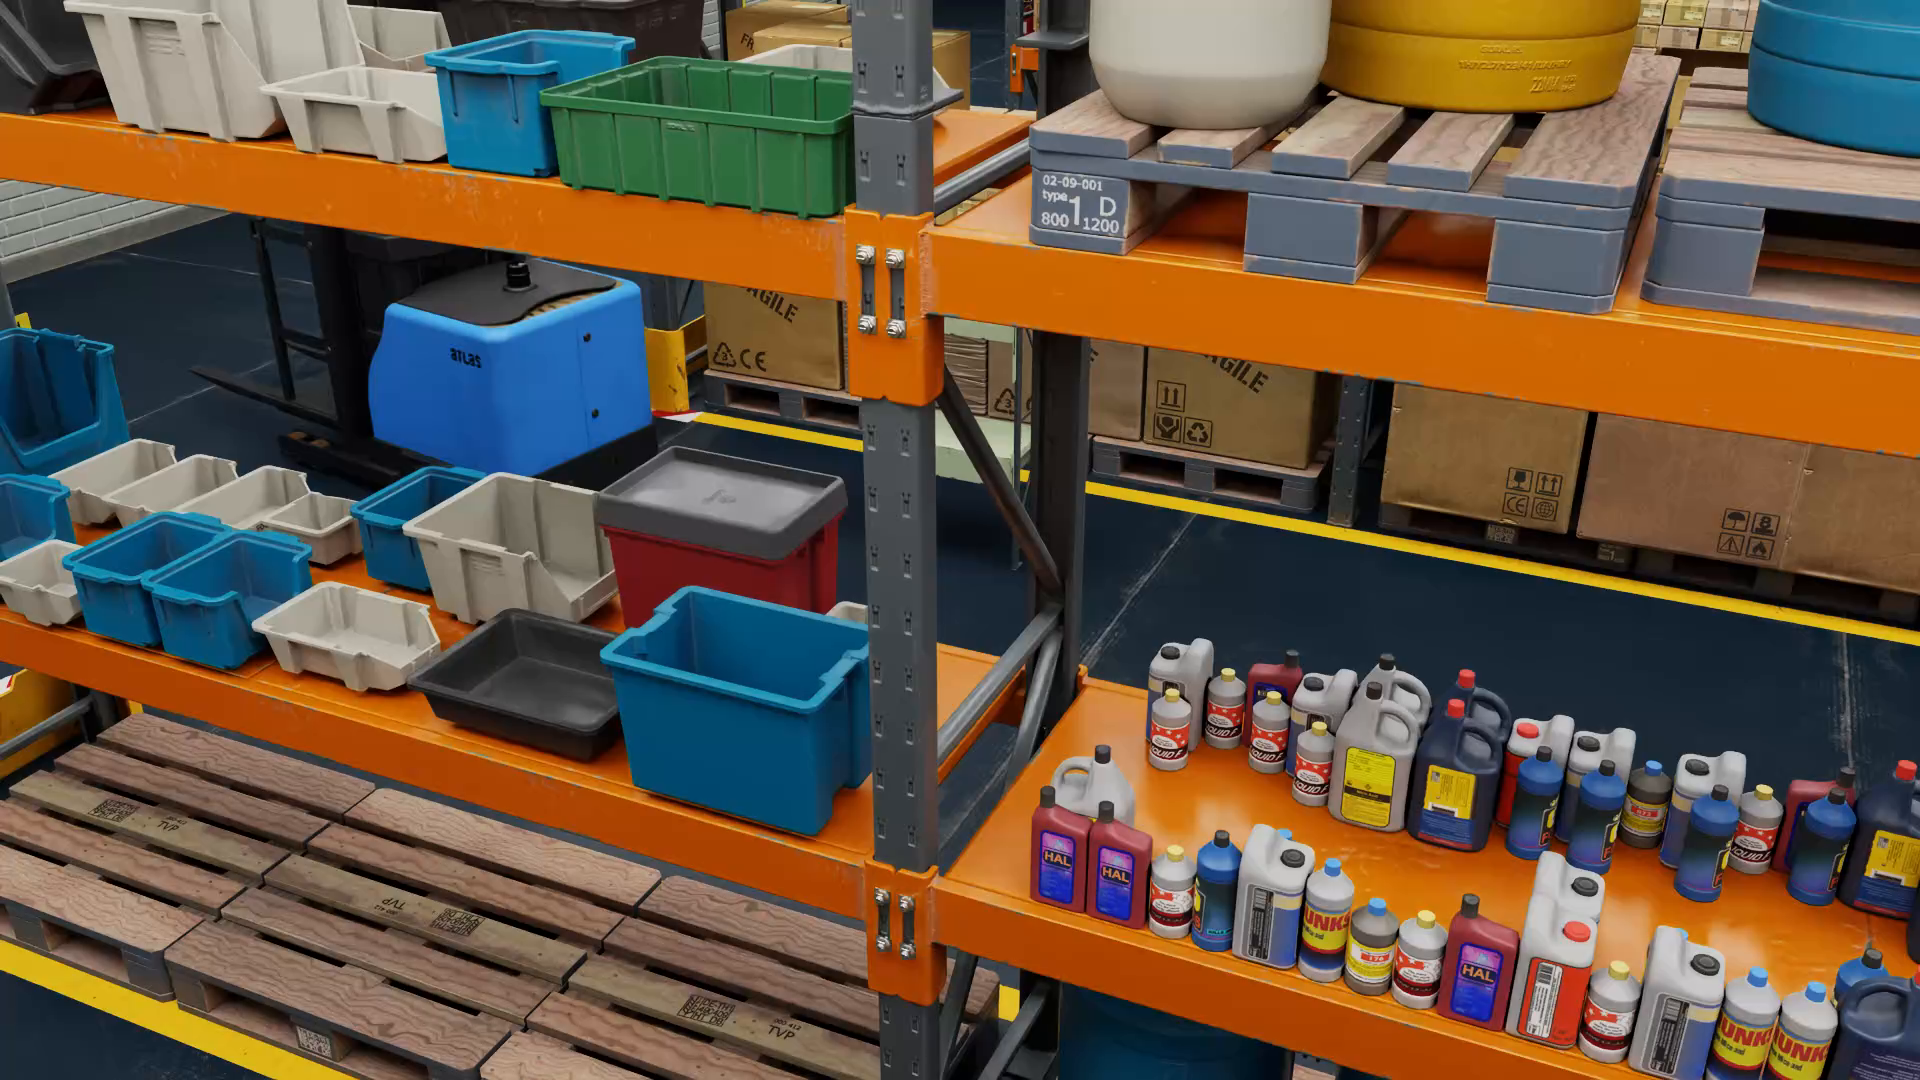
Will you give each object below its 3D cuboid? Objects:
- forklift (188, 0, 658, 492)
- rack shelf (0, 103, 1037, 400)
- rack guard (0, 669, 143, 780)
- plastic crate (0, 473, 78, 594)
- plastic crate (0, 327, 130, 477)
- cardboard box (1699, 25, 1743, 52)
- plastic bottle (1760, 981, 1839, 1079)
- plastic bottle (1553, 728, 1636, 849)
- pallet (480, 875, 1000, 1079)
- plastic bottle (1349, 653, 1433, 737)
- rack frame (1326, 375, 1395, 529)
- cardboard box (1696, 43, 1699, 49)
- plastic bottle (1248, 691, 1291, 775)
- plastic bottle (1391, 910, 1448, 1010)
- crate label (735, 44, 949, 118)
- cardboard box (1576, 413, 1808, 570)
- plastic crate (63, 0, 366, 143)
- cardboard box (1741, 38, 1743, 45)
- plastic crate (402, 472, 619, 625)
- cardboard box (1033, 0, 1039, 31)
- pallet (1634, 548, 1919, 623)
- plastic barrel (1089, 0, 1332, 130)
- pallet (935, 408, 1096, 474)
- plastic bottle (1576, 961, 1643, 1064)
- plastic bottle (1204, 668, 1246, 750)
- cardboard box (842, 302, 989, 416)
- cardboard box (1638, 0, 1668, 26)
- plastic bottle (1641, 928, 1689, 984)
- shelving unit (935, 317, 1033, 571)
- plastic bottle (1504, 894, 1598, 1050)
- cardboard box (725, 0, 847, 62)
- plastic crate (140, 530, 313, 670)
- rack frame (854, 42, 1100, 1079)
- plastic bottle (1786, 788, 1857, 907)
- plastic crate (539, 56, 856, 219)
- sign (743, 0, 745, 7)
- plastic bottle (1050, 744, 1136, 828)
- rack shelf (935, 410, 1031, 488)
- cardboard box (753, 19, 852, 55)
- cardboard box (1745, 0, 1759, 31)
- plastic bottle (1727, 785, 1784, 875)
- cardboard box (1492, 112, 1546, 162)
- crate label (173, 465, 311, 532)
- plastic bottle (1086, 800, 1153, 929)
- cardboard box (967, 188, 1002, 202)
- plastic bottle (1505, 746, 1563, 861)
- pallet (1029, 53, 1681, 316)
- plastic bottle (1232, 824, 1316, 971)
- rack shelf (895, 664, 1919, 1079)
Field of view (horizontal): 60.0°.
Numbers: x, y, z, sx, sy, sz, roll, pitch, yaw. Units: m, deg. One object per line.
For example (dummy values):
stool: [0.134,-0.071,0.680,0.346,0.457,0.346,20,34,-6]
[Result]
forklift: [-3.118,-1.867,8.724,3.031,2.935,1.130,17,31,31]
rack shelf: [-1.756,-1.009,4.321,4.000,0.370,1.077,11,28,22]
rack guard: [-3.604,0.771,6.118,0.348,0.500,1.175,11,28,22]
plastic crate: [-2.889,-0.005,4.986,0.300,0.233,0.416,11,28,22]
plastic crate: [-3.194,-0.408,5.575,0.499,0.435,0.616,11,28,22]
cardboard box: [5.137,-3.399,11.229,0.250,0.149,0.380,10,28,20]
plastic bottle: [1.565,0.937,3.096,0.097,0.271,0.097,0,26,0]
plastic bottle: [1.472,0.561,3.854,0.135,0.276,0.152,11,28,22]
pallet: [-0.620,1.512,4.939,1.213,0.211,1.003,11,28,22]
plastic bottle: [1.037,0.439,4.019,0.185,0.351,0.144,11,28,22]
rack frame: [2.115,-1.611,8.127,0.127,3.000,1.000,11,28,22]
cardboard box: [4.909,-3.310,11.387,0.250,0.149,0.380,12,28,22]
plastic bottle: [0.771,0.470,4.124,0.097,0.201,0.097,0,26,0]
plastic bottle: [0.933,0.842,3.369,0.097,0.201,0.097,0,26,0]
crate label: [-0.261,-1.053,3.896,0.466,0.136,0.293,11,28,22]
cardboard box: [3.520,-0.575,7.951,0.875,0.875,1.225,10,28,20]
plastic crate: [-1.687,-1.115,3.856,0.530,0.282,0.437,11,28,22]
cardboard box: [5.650,-3.482,11.735,0.250,0.149,0.380,10,28,20]
plastic crate: [-1.249,0.053,4.813,0.530,0.282,0.437,11,28,22]
cardboard box: [0.913,-4.304,13.146,0.500,0.500,0.500,13,29,24]
pallet: [3.963,-0.027,8.066,1.213,0.211,1.003,11,28,22]
plastic barrel: [0.440,-1.018,2.897,0.433,0.535,0.433,0,26,0]
pallet: [0.341,-0.753,9.541,1.213,0.211,1.003,11,28,22]
plastic bottle: [1.266,0.909,3.234,0.097,0.201,0.097,0,26,0]
plastic bottle: [0.674,0.421,4.223,0.097,0.201,0.097,0,26,0]
cardboard box: [-0.082,-1.327,9.479,0.875,0.875,0.875,11,28,22]
cardboard box: [4.685,-3.624,11.351,0.250,0.149,0.380,12,29,23]
plastic bottle: [1.417,0.865,3.322,0.097,0.201,0.097,0,26,0]
shelving unit: [0.006,-0.672,7.916,0.755,1.500,0.431,11,28,22]
plastic bottle: [1.171,0.843,3.283,0.135,0.276,0.152,11,28,22]
cardboard box: [-0.974,-2.762,9.448,0.500,0.500,0.500,12,29,22]
plastic crate: [-2.016,0.170,4.630,0.300,0.233,0.416,11,28,22]
rack frame: [0.065,0.380,4.082,0.127,3.000,1.000,11,28,22]
plastic bottle: [1.896,0.665,3.649,0.097,0.271,0.097,0,26,0]
plastic crate: [-0.446,-0.827,3.377,0.662,0.188,0.450,11,28,22]
sign: [-1.289,-3.184,9.743,0.005,0.325,0.100,11,28,22]
plastic bottle: [0.288,0.604,3.683,0.185,0.351,0.144,11,28,22]
rack shelf: [0.006,-0.379,8.060,0.720,0.370,0.431,11,28,22]
cardboard box: [-0.746,-2.458,8.830,0.500,0.500,0.500,11,28,21]
cardboard box: [5.377,-3.483,11.065,0.250,0.149,0.380,11,28,21]
plastic bottle: [1.800,0.647,3.764,0.097,0.201,0.097,0,26,0]
cardboard box: [2.700,-1.993,7.653,0.637,0.503,0.797,11,28,20]
crate label: [-2.238,-0.084,5.255,0.243,0.136,0.396,11,28,22]
plastic bottle: [0.344,0.695,3.574,0.133,0.283,0.061,11,28,22]
cardboard box: [0.208,-1.934,8.615,0.500,0.250,0.500,11,28,21]
plastic bottle: [1.314,0.592,3.796,0.097,0.271,0.097,0,26,0]
pallet: [0.819,-0.777,3.250,1.003,0.211,1.213,11,28,22]
plastic bottle: [0.662,0.740,3.491,0.135,0.276,0.152,11,28,22]
rack shelf: [1.886,1.068,3.498,4.000,0.370,1.077,11,28,22]
